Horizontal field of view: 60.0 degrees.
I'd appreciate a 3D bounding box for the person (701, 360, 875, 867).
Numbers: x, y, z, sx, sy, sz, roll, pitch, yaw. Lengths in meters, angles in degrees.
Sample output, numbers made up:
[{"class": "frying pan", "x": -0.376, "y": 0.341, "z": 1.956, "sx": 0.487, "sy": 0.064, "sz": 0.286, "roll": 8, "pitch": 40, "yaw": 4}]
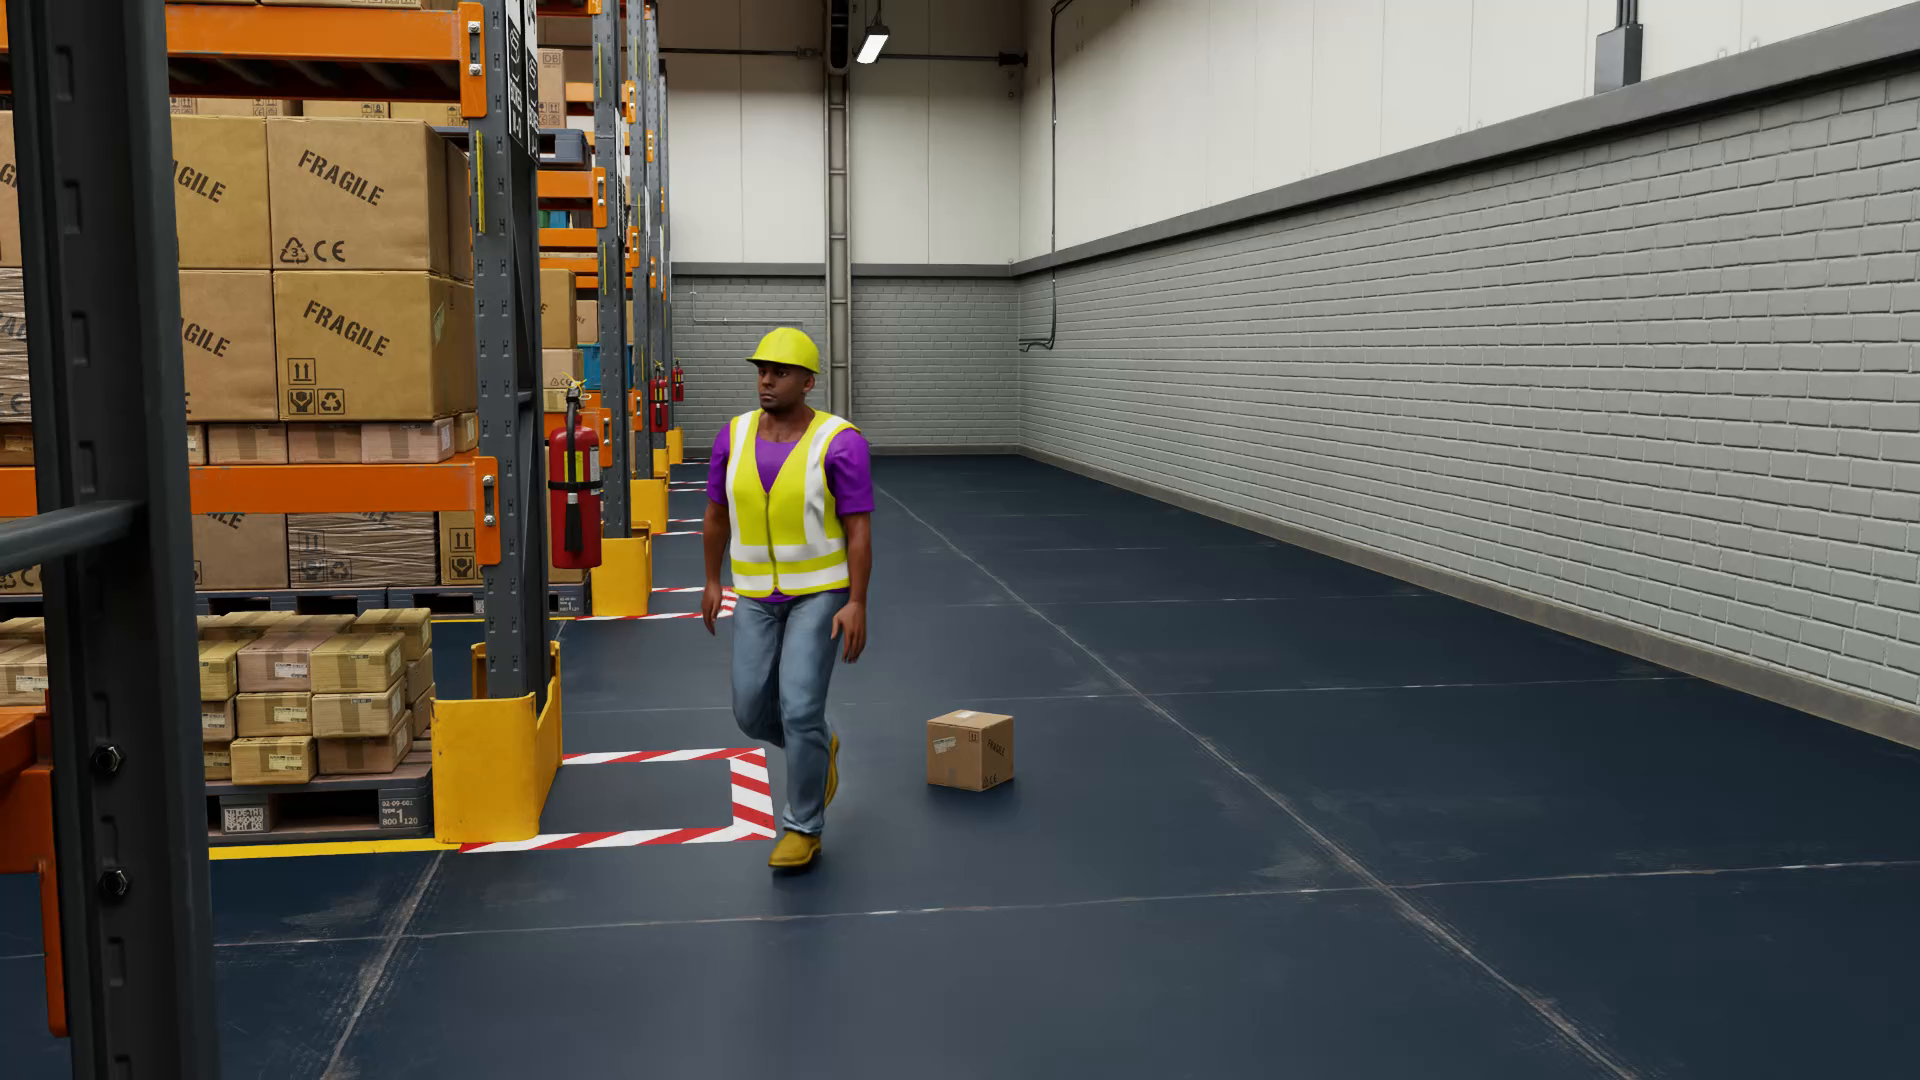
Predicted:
[{"class": "person", "x": -0.566, "y": 0.186, "z": 5.564, "sx": 0.662, "sy": 1.701, "sz": 0.687, "roll": 2, "pitch": 7, "yaw": 17}]
